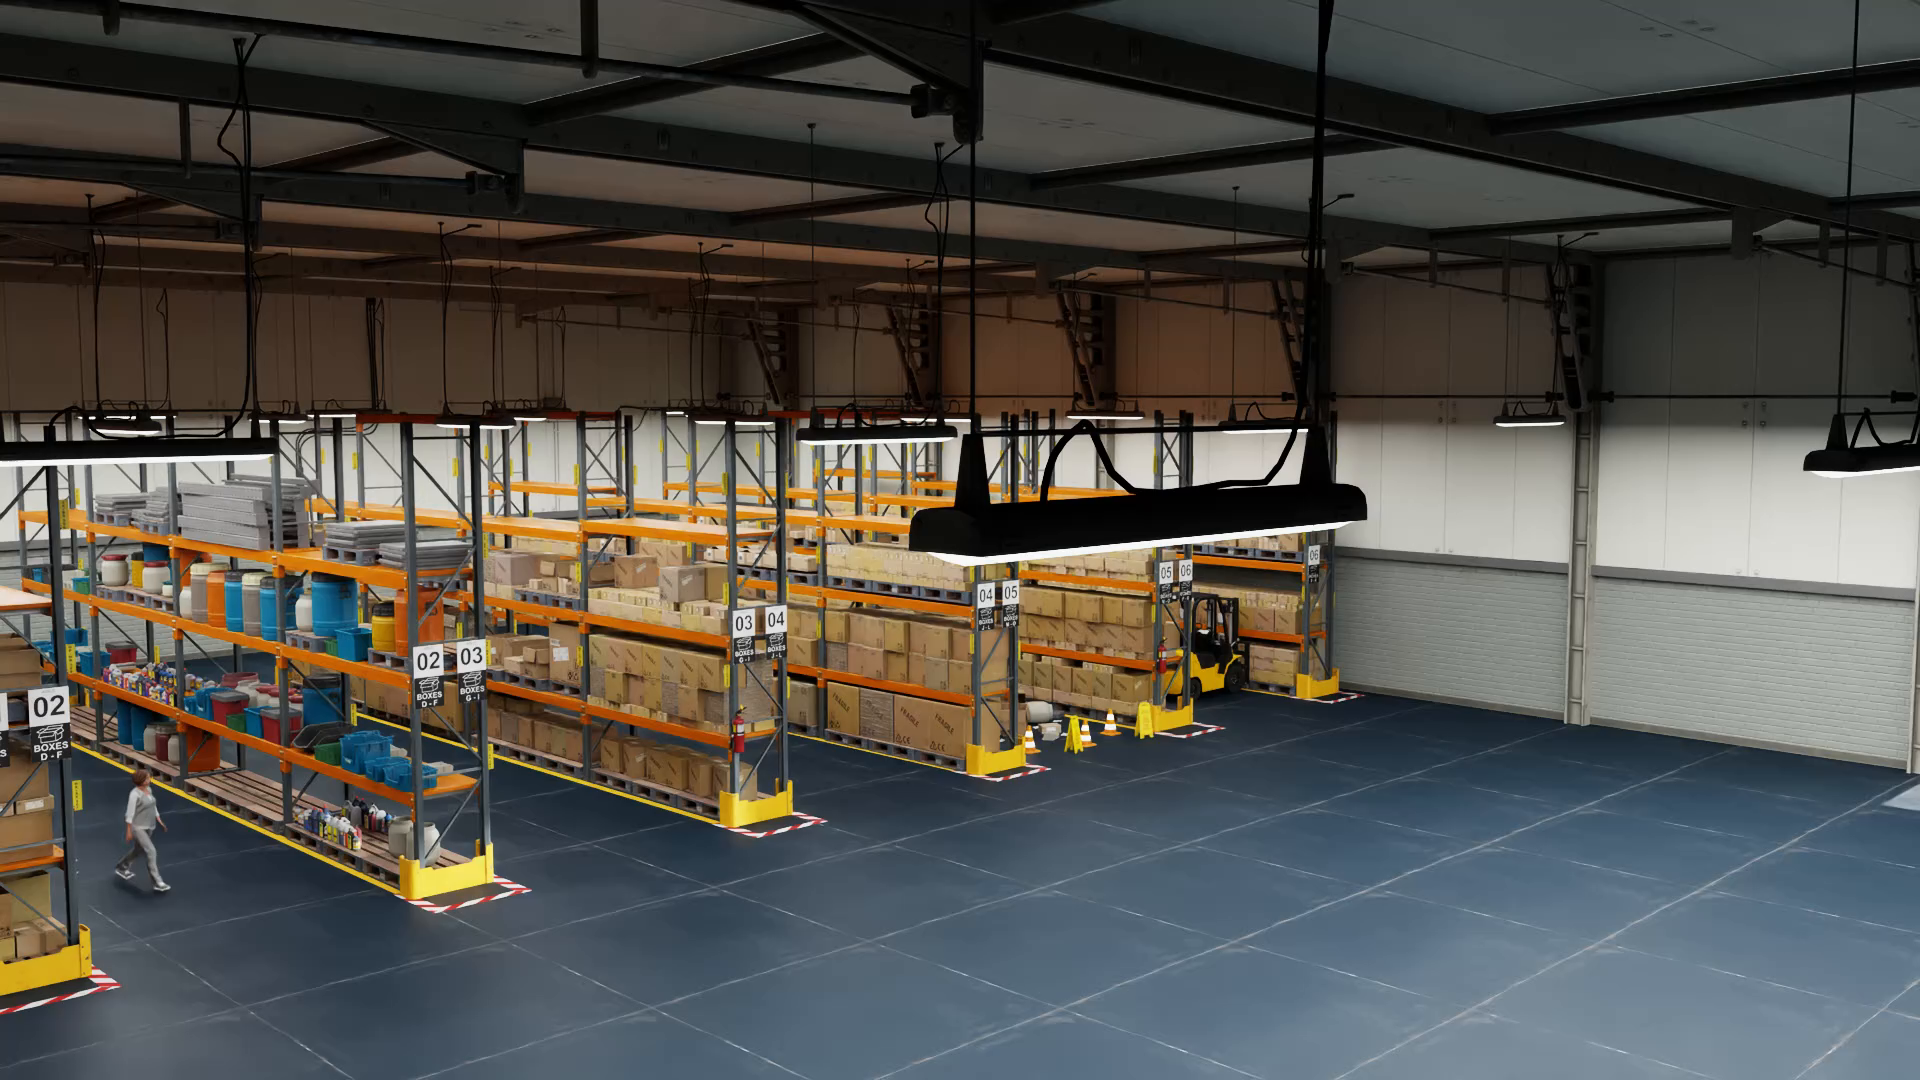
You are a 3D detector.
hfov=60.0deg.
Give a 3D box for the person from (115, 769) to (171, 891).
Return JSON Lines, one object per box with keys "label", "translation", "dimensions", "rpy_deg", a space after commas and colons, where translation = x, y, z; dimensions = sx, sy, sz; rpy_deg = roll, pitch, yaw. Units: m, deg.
{"label": "person", "translation": [-10.511, 3.687, 21.344], "dimensions": [1.003, 1.536, 0.483], "rpy_deg": [2, 5, 18]}
